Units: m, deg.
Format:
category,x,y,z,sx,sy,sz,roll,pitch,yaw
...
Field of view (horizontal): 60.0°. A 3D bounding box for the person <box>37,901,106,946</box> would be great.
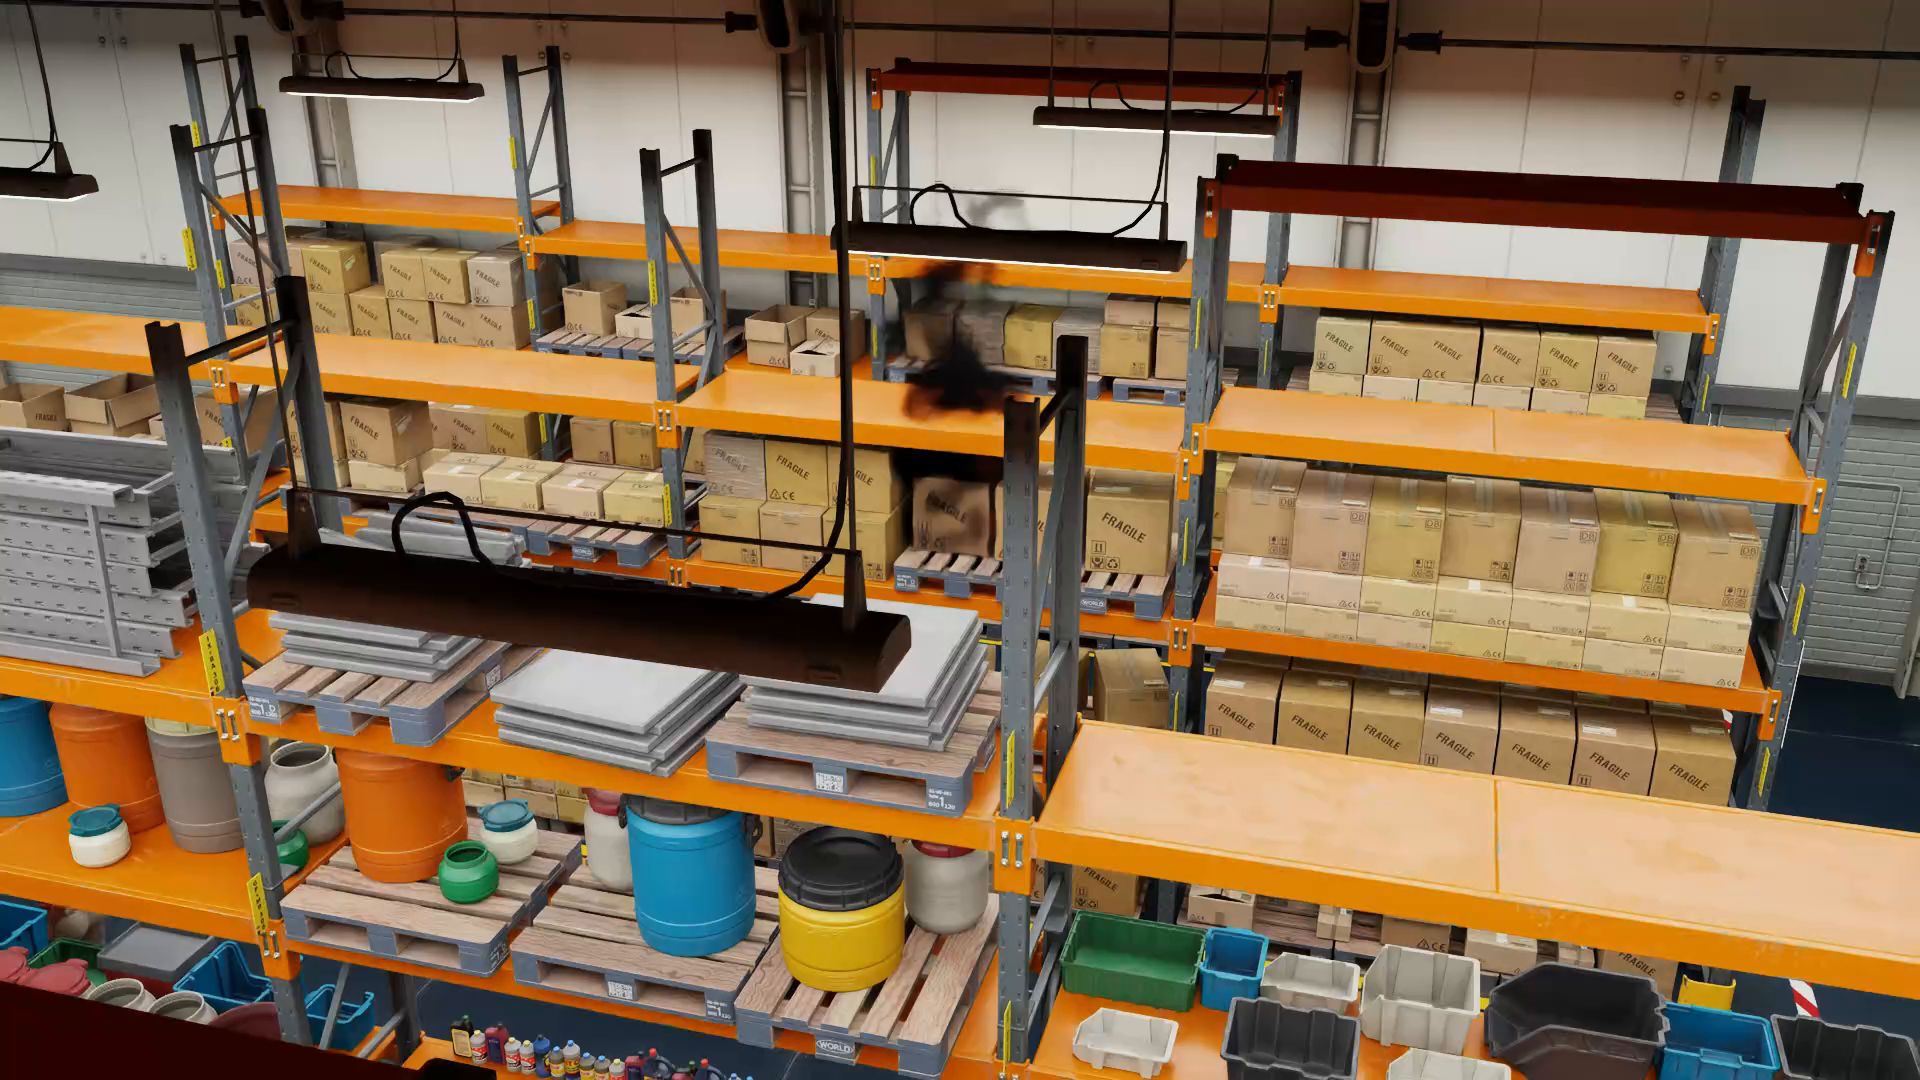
category,x,y,z,sx,sy,sz,roll,pitch,yaw
person,-6.442,2.717,12.004,0.648,1.689,0.646,6,23,15
